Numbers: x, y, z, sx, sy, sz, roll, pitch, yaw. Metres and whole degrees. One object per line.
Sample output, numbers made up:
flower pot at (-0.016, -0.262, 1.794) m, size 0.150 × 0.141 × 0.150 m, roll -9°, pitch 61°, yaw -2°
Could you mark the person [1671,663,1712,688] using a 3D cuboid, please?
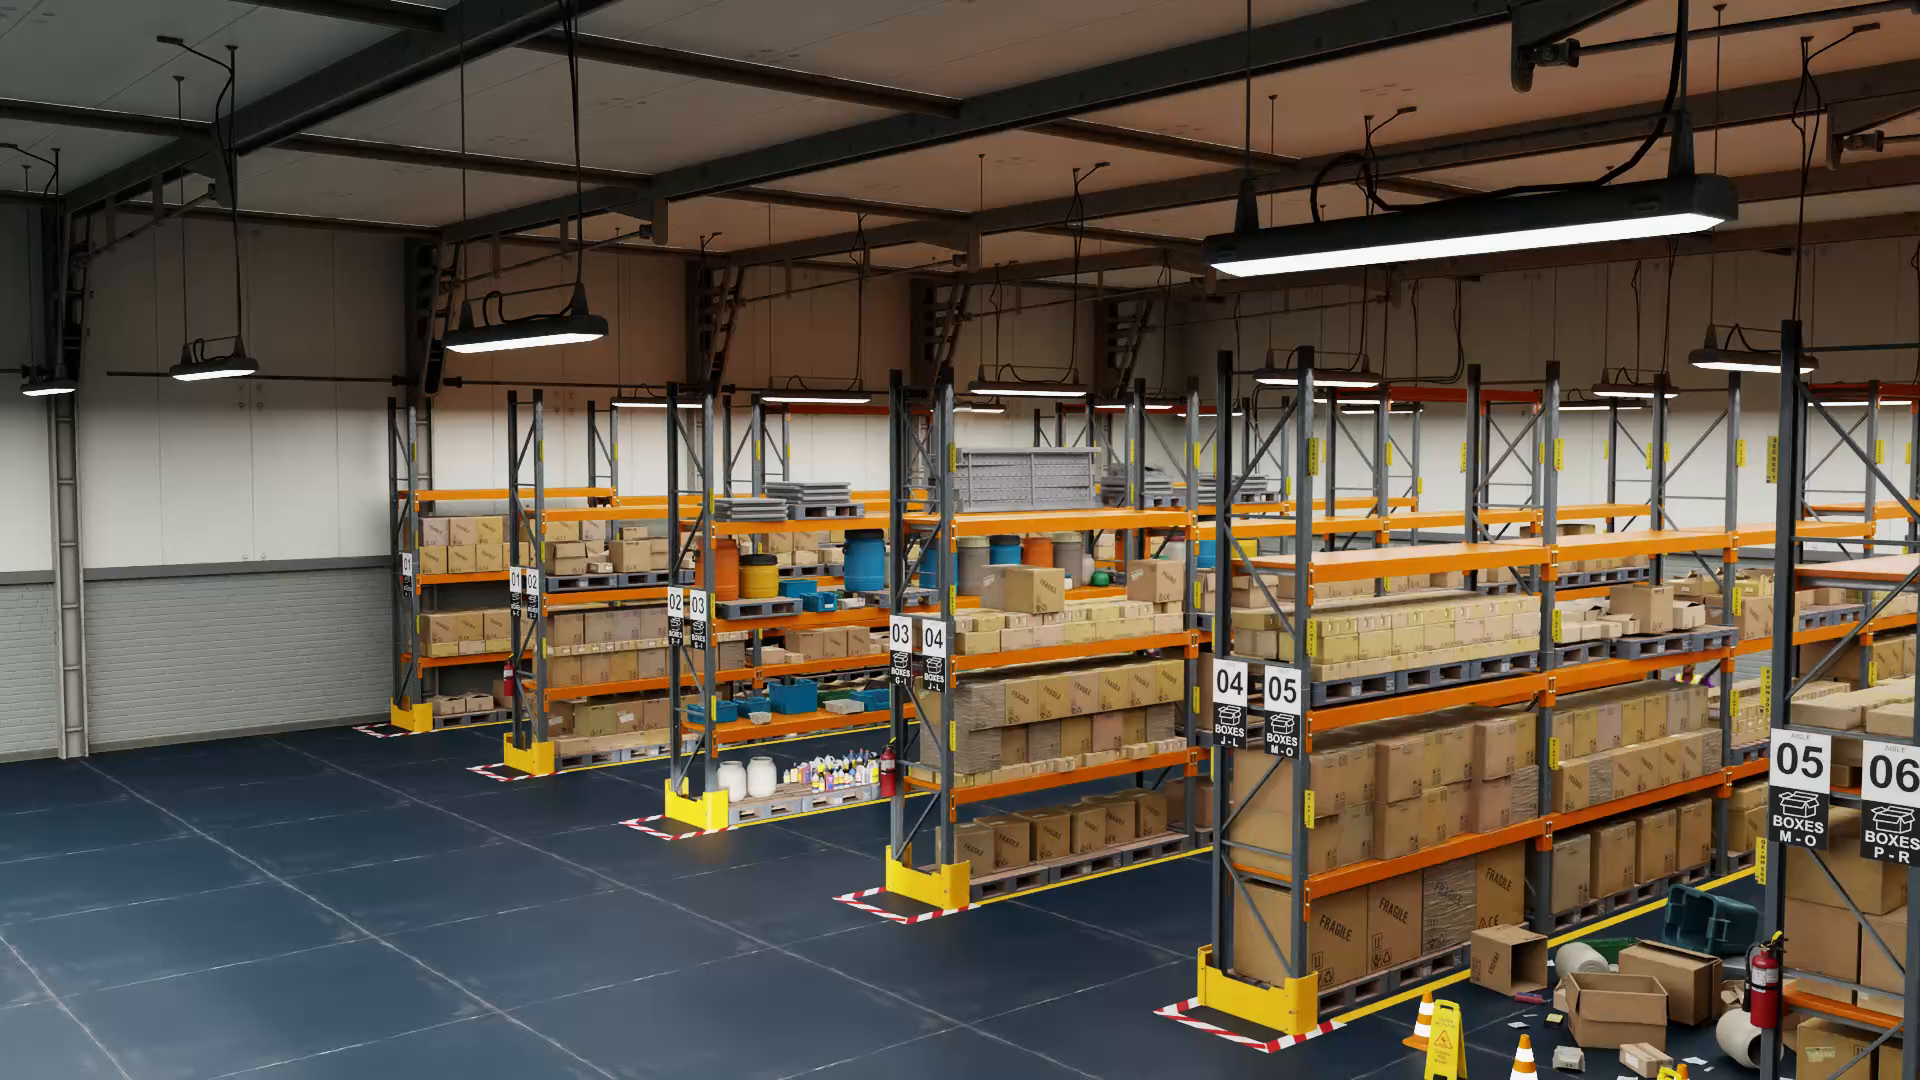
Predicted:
person at (11.766, 2.745, 26.784) m, size 0.696 × 1.724 × 0.758 m, roll 3°, pitch 5°, yaw 43°
